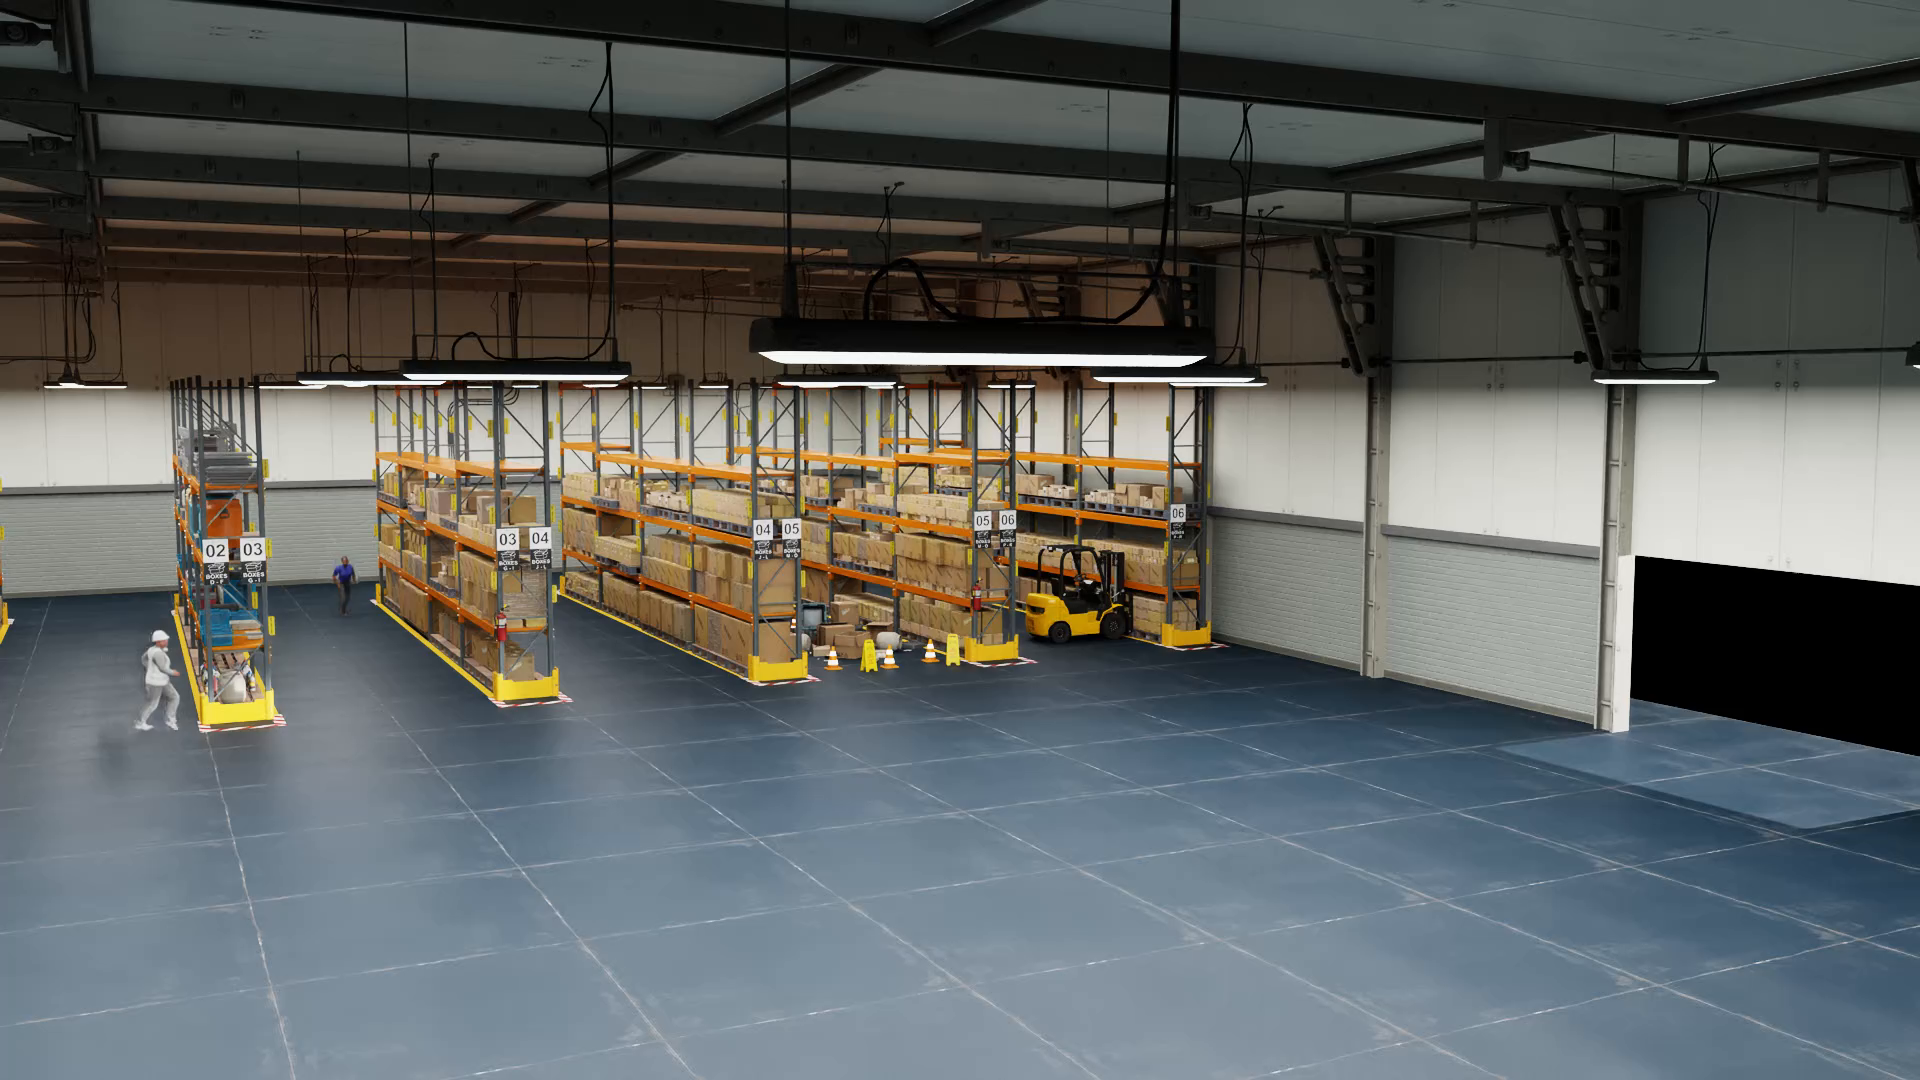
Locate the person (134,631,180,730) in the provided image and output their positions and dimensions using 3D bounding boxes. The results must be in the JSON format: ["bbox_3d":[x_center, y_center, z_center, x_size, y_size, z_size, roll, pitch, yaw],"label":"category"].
[{"bbox_3d":[-13.472,2.405,27.820,0.751,1.802,0.710,-1,5,-16],"label":"person"}]

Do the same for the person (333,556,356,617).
[{"bbox_3d":[-15.715,1.173,42.487,0.864,1.573,0.625,4,7,39],"label":"person"}]
